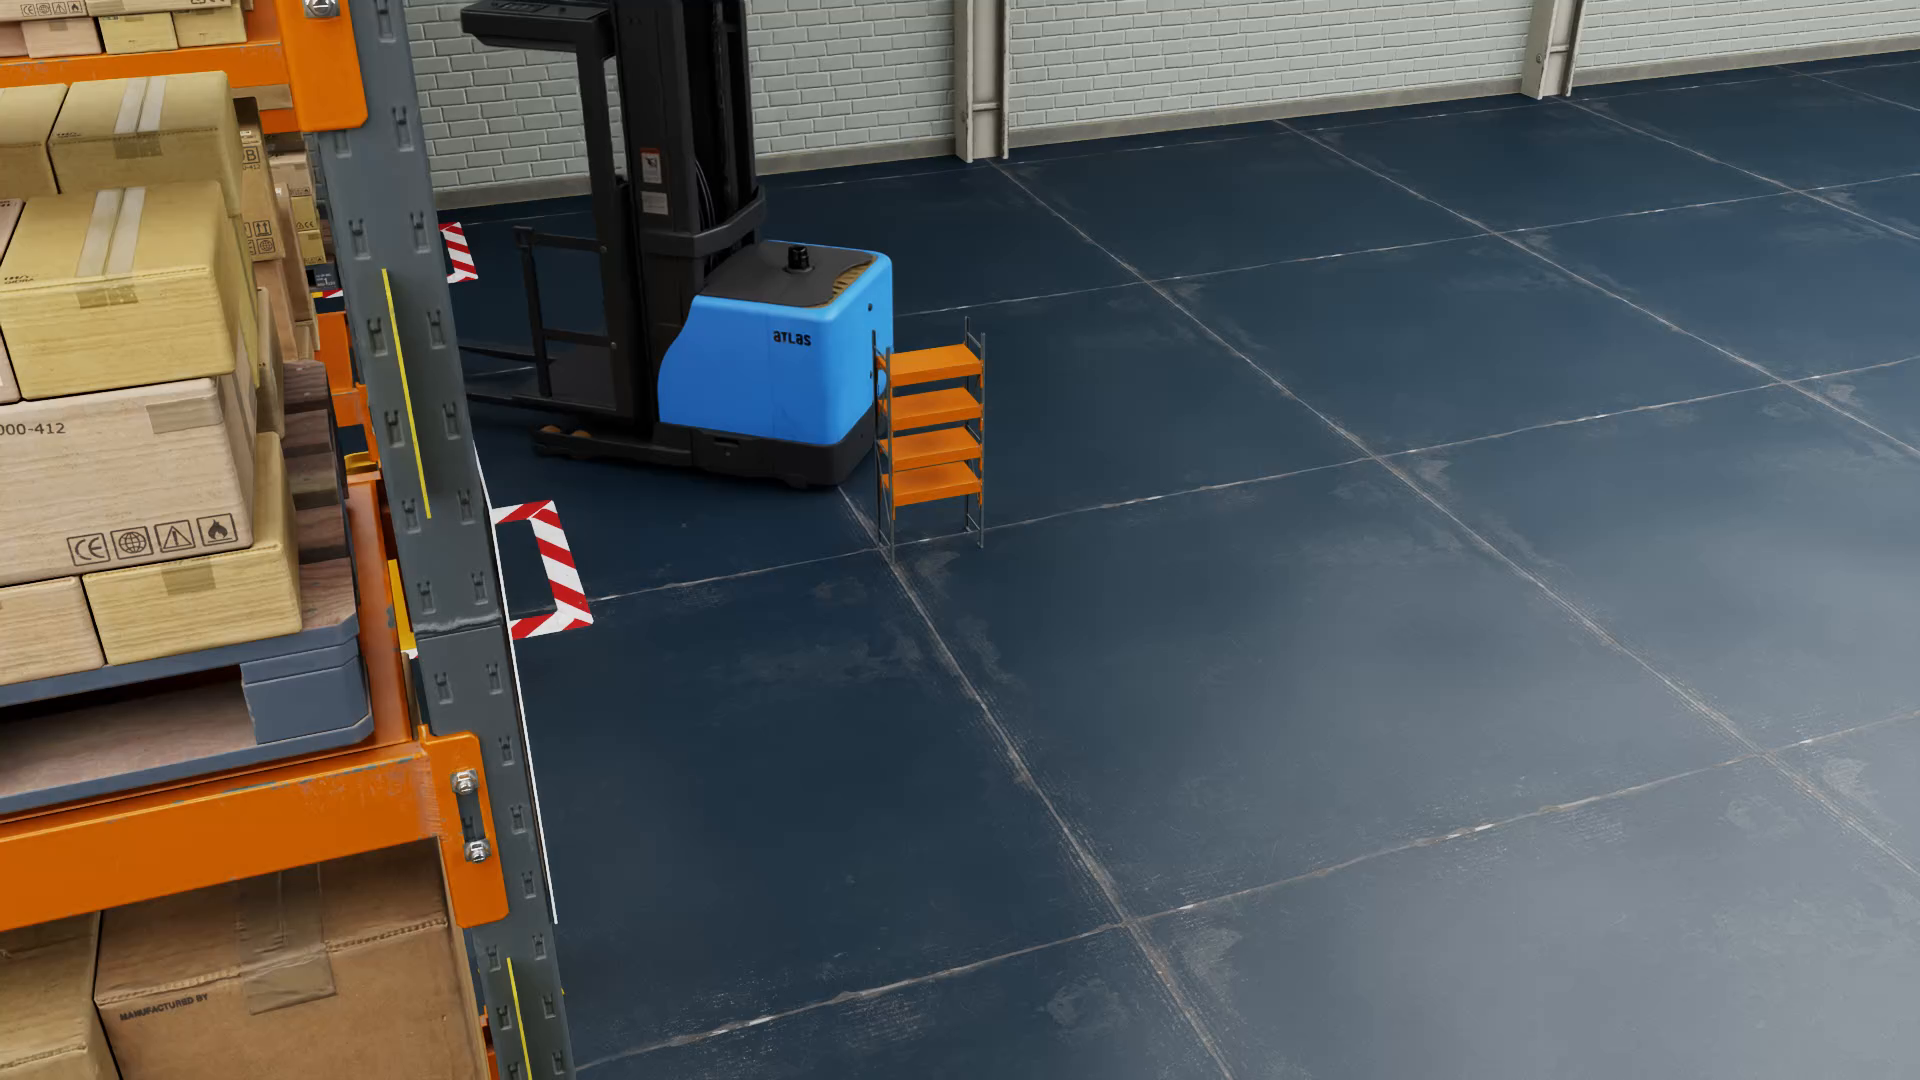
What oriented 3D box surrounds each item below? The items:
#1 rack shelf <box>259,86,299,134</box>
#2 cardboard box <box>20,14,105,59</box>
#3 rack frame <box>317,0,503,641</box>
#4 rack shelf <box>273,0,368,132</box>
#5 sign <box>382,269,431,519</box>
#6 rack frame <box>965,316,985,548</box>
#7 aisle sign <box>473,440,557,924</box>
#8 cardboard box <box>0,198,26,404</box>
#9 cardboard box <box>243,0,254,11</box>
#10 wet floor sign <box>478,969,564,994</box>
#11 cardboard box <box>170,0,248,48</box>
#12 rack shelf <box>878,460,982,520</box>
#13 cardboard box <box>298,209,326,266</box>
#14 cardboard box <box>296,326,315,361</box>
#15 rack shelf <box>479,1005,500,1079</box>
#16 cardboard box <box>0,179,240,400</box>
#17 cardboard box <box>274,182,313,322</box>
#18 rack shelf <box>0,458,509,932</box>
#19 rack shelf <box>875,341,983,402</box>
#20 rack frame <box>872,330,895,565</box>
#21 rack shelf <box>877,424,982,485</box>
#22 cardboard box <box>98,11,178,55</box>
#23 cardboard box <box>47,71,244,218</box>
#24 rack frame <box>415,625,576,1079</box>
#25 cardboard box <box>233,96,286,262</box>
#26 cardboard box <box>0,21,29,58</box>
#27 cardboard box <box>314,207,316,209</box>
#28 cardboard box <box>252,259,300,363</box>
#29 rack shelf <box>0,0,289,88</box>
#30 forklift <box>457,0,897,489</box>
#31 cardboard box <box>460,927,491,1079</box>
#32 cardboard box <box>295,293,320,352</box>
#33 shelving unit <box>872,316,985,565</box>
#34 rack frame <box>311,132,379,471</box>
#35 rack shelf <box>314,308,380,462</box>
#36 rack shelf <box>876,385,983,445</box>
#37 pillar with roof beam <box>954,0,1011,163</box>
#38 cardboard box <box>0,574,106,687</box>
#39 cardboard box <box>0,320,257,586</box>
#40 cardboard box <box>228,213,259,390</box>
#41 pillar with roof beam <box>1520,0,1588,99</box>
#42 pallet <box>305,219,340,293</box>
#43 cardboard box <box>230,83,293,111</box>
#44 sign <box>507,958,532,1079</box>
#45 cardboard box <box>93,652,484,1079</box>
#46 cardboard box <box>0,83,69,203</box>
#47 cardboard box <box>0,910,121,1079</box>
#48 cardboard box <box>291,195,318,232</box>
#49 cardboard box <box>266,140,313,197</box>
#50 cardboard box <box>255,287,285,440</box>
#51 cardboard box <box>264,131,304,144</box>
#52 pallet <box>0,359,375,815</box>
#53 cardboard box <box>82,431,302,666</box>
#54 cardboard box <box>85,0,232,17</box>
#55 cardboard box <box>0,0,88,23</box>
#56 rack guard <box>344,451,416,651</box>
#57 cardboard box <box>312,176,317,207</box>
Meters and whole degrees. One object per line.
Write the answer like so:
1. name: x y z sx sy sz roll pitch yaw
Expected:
1. rack shelf: -6.341 -2.716 11.213 4.000 0.370 1.077 -10 31 -18
2. cardboard box: -3.452 -1.986 6.429 0.250 0.149 0.380 -9 31 -16
3. rack frame: -0.912 -1.399 2.115 0.127 3.000 1.000 -10 31 -18
4. rack shelf: -2.786 -0.567 1.786 4.000 0.370 1.077 -10 31 -18
5. sign: -0.736 -0.192 2.212 0.005 0.325 0.100 -10 31 -18
6. rack frame: 0.074 -0.535 8.477 0.015 1.200 0.240 -10 31 -18
7. aisle sign: -0.741 0.205 2.734 0.004 0.787 0.394 -10 31 -18
8. cardboard box: -1.344 -0.301 2.141 0.250 0.149 0.380 -10 31 -17
9. cardboard box: -3.157 -2.359 7.084 0.250 0.149 0.380 -10 31 -18
10. wet floor sign: -1.575 1.307 5.804 0.232 0.644 0.267 -16 33 -26
11. cardboard box: -2.969 -2.074 6.584 0.250 0.149 0.380 -10 31 -17
12. rack shelf: -0.155 -0.262 8.534 0.480 0.148 0.258 -10 31 -18
13. cardboard box: -4.797 -2.134 11.818 0.500 0.250 0.500 -10 31 -17
14. cardboard box: -3.008 -0.798 7.375 0.250 0.149 0.380 -9 31 -16
15. rack shelf: -2.786 1.866 3.172 4.000 0.370 1.077 -10 31 -18
16. cardboard box: -1.109 -0.343 2.215 0.250 0.149 0.380 -10 31 -17
17. cardboard box: -3.273 -1.291 7.584 0.500 0.500 0.500 -11 31 -18
18. rack shelf: -2.786 0.562 2.429 4.000 0.370 1.077 -10 31 -18
19. rack shelf: -0.155 -0.834 8.208 0.480 0.148 0.258 -10 31 -18
20. rack frame: -0.384 -0.451 8.329 0.015 1.200 0.240 -10 31 -18
21. rack shelf: -0.155 -0.434 8.436 0.480 0.148 0.258 -10 31 -18
22. cardboard box: -3.191 -2.016 6.482 0.250 0.149 0.380 -10 31 -17
23. cardboard box: -1.336 -0.649 2.751 0.250 0.149 0.380 -10 31 -17
24. rack frame: -0.912 1.208 3.600 0.127 3.000 1.000 -10 31 -18
25. cardboard box: -3.135 -1.489 6.922 0.500 0.500 0.700 -11 32 -19
26. cardboard box: -3.713 -1.973 6.407 0.250 0.149 0.380 -10 31 -17
27. cardboard box: -4.995 -2.367 12.228 0.500 0.250 0.500 -10 31 -17
28. cardboard box: -3.145 -1.023 7.113 0.500 0.500 0.500 -11 31 -19
29. rack shelf: -4.607 -1.717 6.430 4.000 0.370 1.077 -10 31 -18
30. forklift: -1.948 -1.972 9.250 3.031 2.935 1.130 9 31 15
31. cardboard box: -1.244 1.228 3.413 0.550 0.550 0.875 -10 31 -18
32. cardboard box: -3.123 -1.000 7.728 0.250 0.149 0.380 -10 31 -17
33. shelving unit: -0.155 -0.493 8.403 0.503 1.200 0.258 -10 31 -18
34. rack frame: -2.733 -1.071 7.600 0.127 3.000 1.000 -10 31 -18
35. rack shelf: -4.607 -0.414 7.172 4.000 0.370 1.077 -10 31 -18
36. rack shelf: -0.155 -0.629 8.325 0.480 0.148 0.258 -10 31 -18
37. pillar with roof beam: 1.691 -5.317 8.991 0.400 9.000 9.100 -10 31 -18
38. cardboard box: -1.342 0.045 2.338 0.250 0.149 0.380 -10 31 -17
39. cardboard box: -1.273 -0.171 2.316 0.500 0.250 0.500 -10 31 -17
40. cardboard box: -1.454 -0.421 2.755 0.500 0.250 0.500 -11 31 -18
41. pillar with roof beam: 7.314 -6.352 10.809 0.400 9.000 9.100 -10 31 -18
42. pallet: -5.169 -2.011 12.066 1.213 0.211 1.003 -10 31 -18
43. cardboard box: -4.837 -3.210 11.254 0.500 0.500 0.500 -11 32 -19
44. sign: -0.736 0.856 2.809 0.005 0.325 0.100 -10 31 -18
45. cardboard box: -1.273 0.720 3.215 0.550 0.550 0.875 -10 31 -18
46. cardboard box: -1.571 -0.606 2.676 0.250 0.149 0.380 -10 31 -17
47. cardboard box: -1.756 0.857 2.973 0.550 0.550 0.875 -10 31 -18
48. cardboard box: -4.814 -2.350 11.692 0.500 0.250 0.500 -11 31 -18
49. cardboard box: -4.790 -2.572 11.577 0.500 0.250 0.500 -9 31 -16
50. cardboard box: -1.345 -0.302 2.948 0.250 0.149 0.380 -10 31 -17
51. cardboard box: -4.983 -2.801 11.979 0.500 0.250 0.500 -11 31 -18
52. pallet: -1.603 0.076 2.646 1.213 0.211 1.003 -10 31 -18
53. cardboard box: -1.105 0.002 2.414 0.250 0.149 0.380 -11 31 -18
54. cardboard box: -3.118 -2.225 6.447 0.500 0.250 0.500 -11 31 -18
55. cardboard box: -3.595 -2.145 6.306 0.500 0.250 0.500 -11 31 -18
56. rack guard: -2.804 0.028 8.196 0.348 0.500 1.175 -10 31 -18
57. cardboard box: -4.980 -2.594 12.121 0.500 0.250 0.500 -10 31 -17
